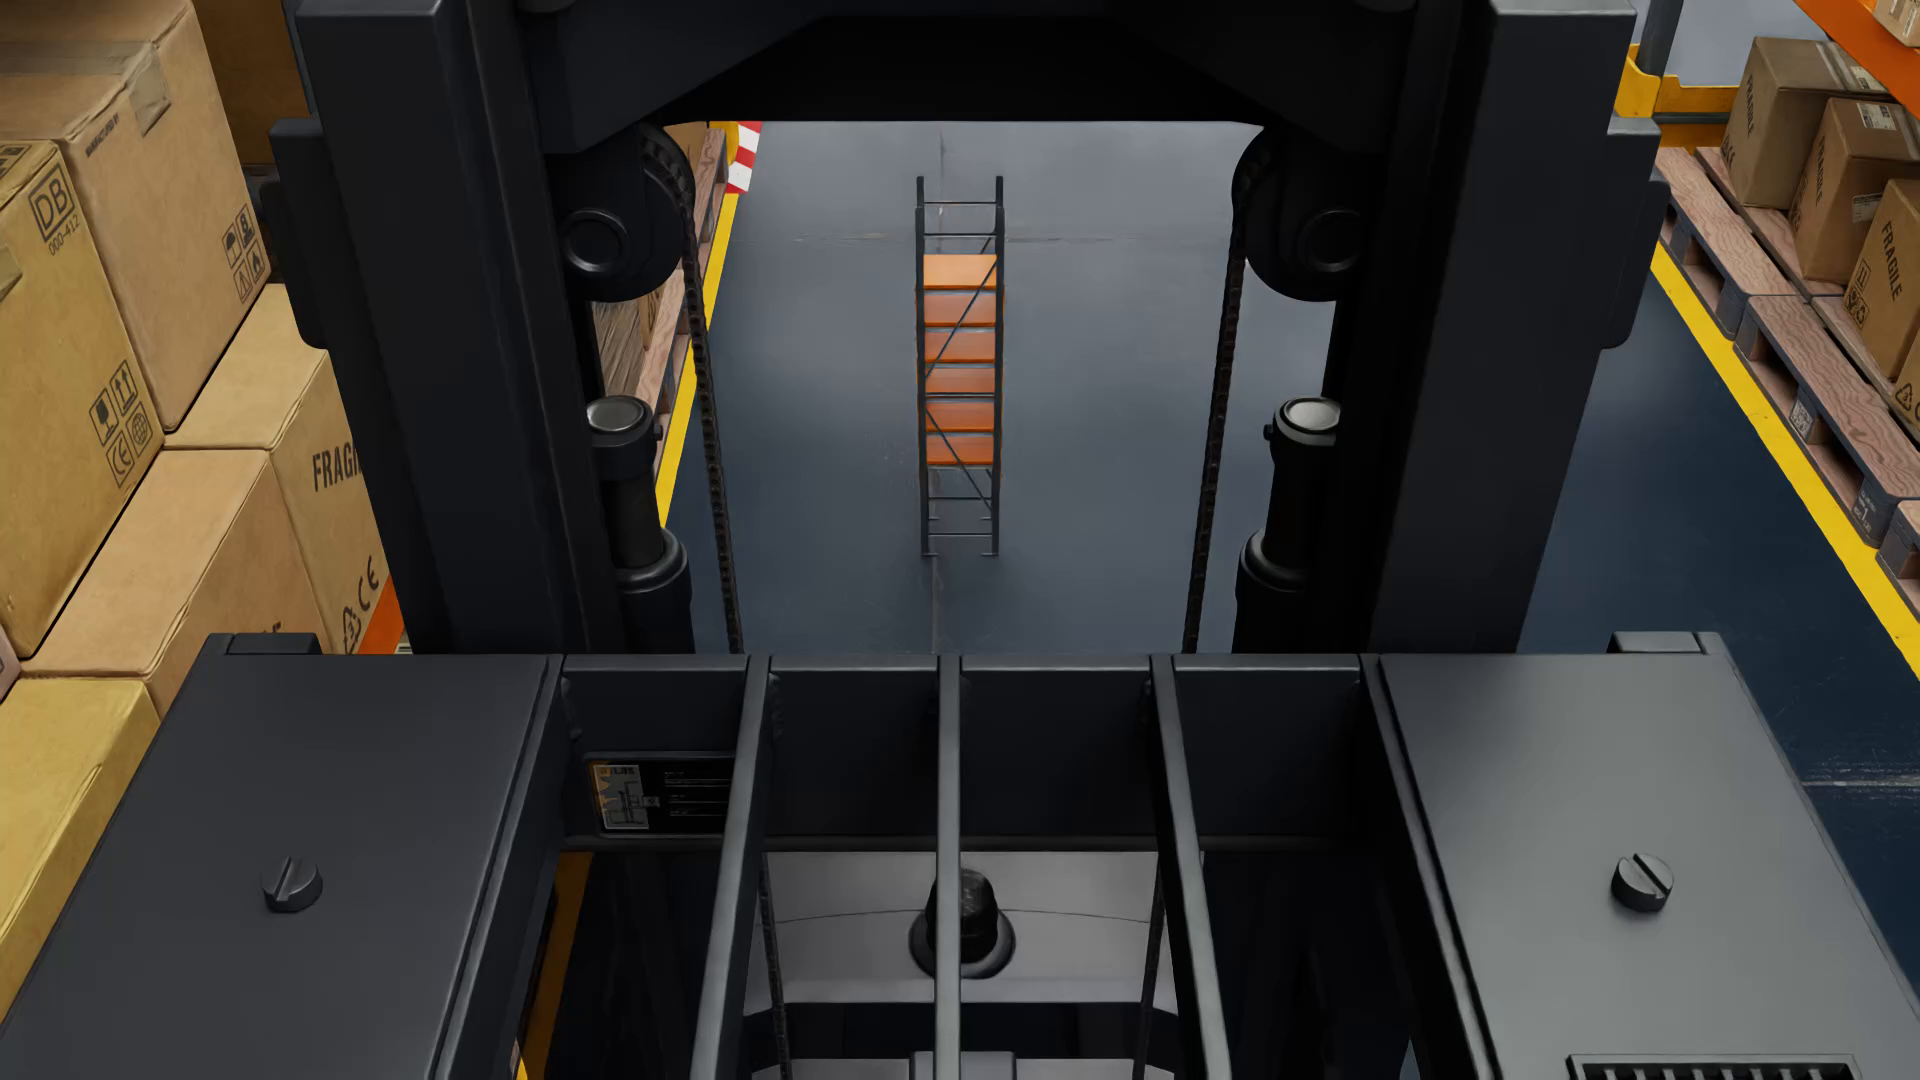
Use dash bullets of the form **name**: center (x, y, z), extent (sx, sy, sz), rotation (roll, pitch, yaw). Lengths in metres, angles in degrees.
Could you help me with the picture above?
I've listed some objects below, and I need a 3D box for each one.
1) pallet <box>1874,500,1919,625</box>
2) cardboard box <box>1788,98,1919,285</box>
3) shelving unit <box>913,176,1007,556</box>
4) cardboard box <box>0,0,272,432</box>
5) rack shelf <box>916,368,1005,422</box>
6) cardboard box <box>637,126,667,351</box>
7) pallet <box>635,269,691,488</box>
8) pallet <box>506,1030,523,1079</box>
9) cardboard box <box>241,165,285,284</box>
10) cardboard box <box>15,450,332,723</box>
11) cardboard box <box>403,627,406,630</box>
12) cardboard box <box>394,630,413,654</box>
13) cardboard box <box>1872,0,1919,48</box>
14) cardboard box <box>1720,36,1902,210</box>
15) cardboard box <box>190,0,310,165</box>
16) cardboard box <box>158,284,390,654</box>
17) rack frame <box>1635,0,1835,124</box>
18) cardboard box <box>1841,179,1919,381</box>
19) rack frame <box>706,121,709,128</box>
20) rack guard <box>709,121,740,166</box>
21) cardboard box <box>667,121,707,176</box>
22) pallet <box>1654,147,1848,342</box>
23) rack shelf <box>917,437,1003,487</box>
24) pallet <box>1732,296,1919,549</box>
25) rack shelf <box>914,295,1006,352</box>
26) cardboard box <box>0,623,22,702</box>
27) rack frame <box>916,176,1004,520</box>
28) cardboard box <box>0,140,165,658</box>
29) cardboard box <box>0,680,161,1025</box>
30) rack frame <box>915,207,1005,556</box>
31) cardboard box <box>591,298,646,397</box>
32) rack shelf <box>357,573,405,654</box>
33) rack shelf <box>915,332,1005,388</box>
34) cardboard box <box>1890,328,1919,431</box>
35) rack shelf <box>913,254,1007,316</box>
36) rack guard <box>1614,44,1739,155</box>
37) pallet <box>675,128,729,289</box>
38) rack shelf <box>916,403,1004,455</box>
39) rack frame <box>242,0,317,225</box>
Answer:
- **pallet**: center (3.349, 0.336, 4.662), extent (1.003, 0.211, 1.213), rotation (0, 39, 0)
- **cardboard box**: center (3.399, -1.258, 6.084), extent (0.500, 0.500, 0.500), rotation (10, 40, 12)
- **shelving unit**: center (0.000, -0.477, 4.886), extent (0.258, 1.200, 0.189), rotation (0, 39, 0)
- **cardboard box**: center (-1.569, -0.511, 2.609), extent (0.700, 0.500, 0.500), rotation (-1, 39, -1)
- **rack shelf**: center (0.000, -0.443, 4.914), extent (0.258, 0.103, 0.180), rotation (0, 39, 0)
- **cardboard box**: center (-1.510, -1.254, 5.780), extent (0.875, 0.875, 0.875), rotation (-1, 39, -1)
- **pallet**: center (-1.502, -0.544, 5.761), extent (1.003, 0.211, 1.213), rotation (0, 39, 0)
- **pallet**: center (-1.499, 1.178, 3.611), extent (1.003, 0.211, 1.213), rotation (0, 39, 0)
- **cardboard box**: center (-1.588, -0.681, 3.582), extent (0.875, 0.550, 0.550), rotation (0, 39, 0)
- **cardboard box**: center (-1.307, 0.211, 2.508), extent (0.500, 0.500, 0.500), rotation (0, 39, -1)
- **cardboard box**: center (-1.506, -0.120, 4.365), extent (0.875, 0.875, 0.875), rotation (1, 39, 1)
- **cardboard box**: center (-1.485, 0.710, 3.429), extent (1.050, 0.750, 0.750), rotation (0, 39, 0)
- **cardboard box**: center (3.047, -1.619, 5.073), extent (0.380, 0.149, 0.250), rotation (0, 39, 0)
- **cardboard box**: center (3.364, -1.632, 6.551), extent (0.500, 0.500, 0.500), rotation (7, 39, 8)
- **cardboard box**: center (-1.541, -1.103, 3.244), extent (0.875, 0.550, 0.550), rotation (0, 39, 0)
- **cardboard box**: center (-1.307, -0.105, 2.903), extent (0.500, 0.500, 0.500), rotation (0, 39, 0)
- **rack frame**: center (3.380, -2.834, 6.388), extent (1.000, 3.000, 0.127), rotation (0, 39, 0)
- **cardboard box**: center (3.381, -0.867, 5.596), extent (0.500, 0.500, 0.500), rotation (3, 39, 4)
- **rack frame**: center (-1.580, -2.894, 6.462), extent (1.000, 3.000, 0.127), rotation (0, 39, 0)
- **rack guard**: center (-1.580, -1.933, 7.263), extent (1.175, 0.500, 0.348), rotation (0, 39, 0)
- **cardboard box**: center (-1.513, -1.804, 6.466), extent (0.875, 0.875, 0.875), rotation (0, 39, 0)
- **pallet**: center (3.346, -1.190, 6.566), extent (1.003, 0.211, 1.213), rotation (0, 39, 0)
- **rack shelf**: center (0.000, -0.255, 5.064), extent (0.258, 0.103, 0.180), rotation (0, 39, 0)
- **pallet**: center (3.344, -0.429, 5.617), extent (1.003, 0.211, 1.213), rotation (0, 39, 0)
- **rack shelf**: center (0.000, -0.630, 4.764), extent (0.258, 0.103, 0.180), rotation (0, 39, 0)
- **cardboard box**: center (-1.566, 0.127, 1.814), extent (0.700, 0.500, 0.500), rotation (0, 39, 0)
- **rack frame**: center (0.000, -0.534, 4.957), extent (0.240, 1.200, 0.006), rotation (0, 39, 0)
- **cardboard box**: center (-1.566, -0.189, 2.208), extent (0.700, 0.500, 0.500), rotation (-1, 39, -1)
- **cardboard box**: center (-1.306, 0.527, 2.114), extent (0.500, 0.500, 0.500), rotation (0, 39, 0)
- **rack frame**: center (0.000, -0.420, 4.815), extent (0.240, 1.200, 0.006), rotation (0, 39, 0)
- **cardboard box**: center (-1.511, -0.684, 5.068), extent (0.875, 0.875, 0.875), rotation (0, 39, 0)
- **rack shelf**: center (-1.573, 1.139, 2.005), extent (1.077, 0.370, 4.000), rotation (0, 39, 0)
- **rack shelf**: center (0.000, -0.536, 4.839), extent (0.258, 0.103, 0.180), rotation (0, 39, 0)
- **cardboard box**: center (3.337, -0.518, 5.160), extent (0.500, 0.500, 0.500), rotation (-3, 39, -4)
- **rack shelf**: center (0.000, -0.724, 4.689), extent (0.258, 0.103, 0.180), rotation (0, 39, 0)
- **rack guard**: center (3.380, -1.811, 7.110), extent (1.175, 0.500, 0.348), rotation (0, 39, 0)
- **pallet**: center (-1.501, -1.305, 6.710), extent (1.003, 0.211, 1.213), rotation (0, 39, 0)
- **rack shelf**: center (0.000, -0.349, 4.989), extent (0.258, 0.103, 0.180), rotation (0, 39, 0)
- **rack frame**: center (-1.575, -0.392, 3.341), extent (1.000, 3.000, 0.127), rotation (0, 39, 0)
